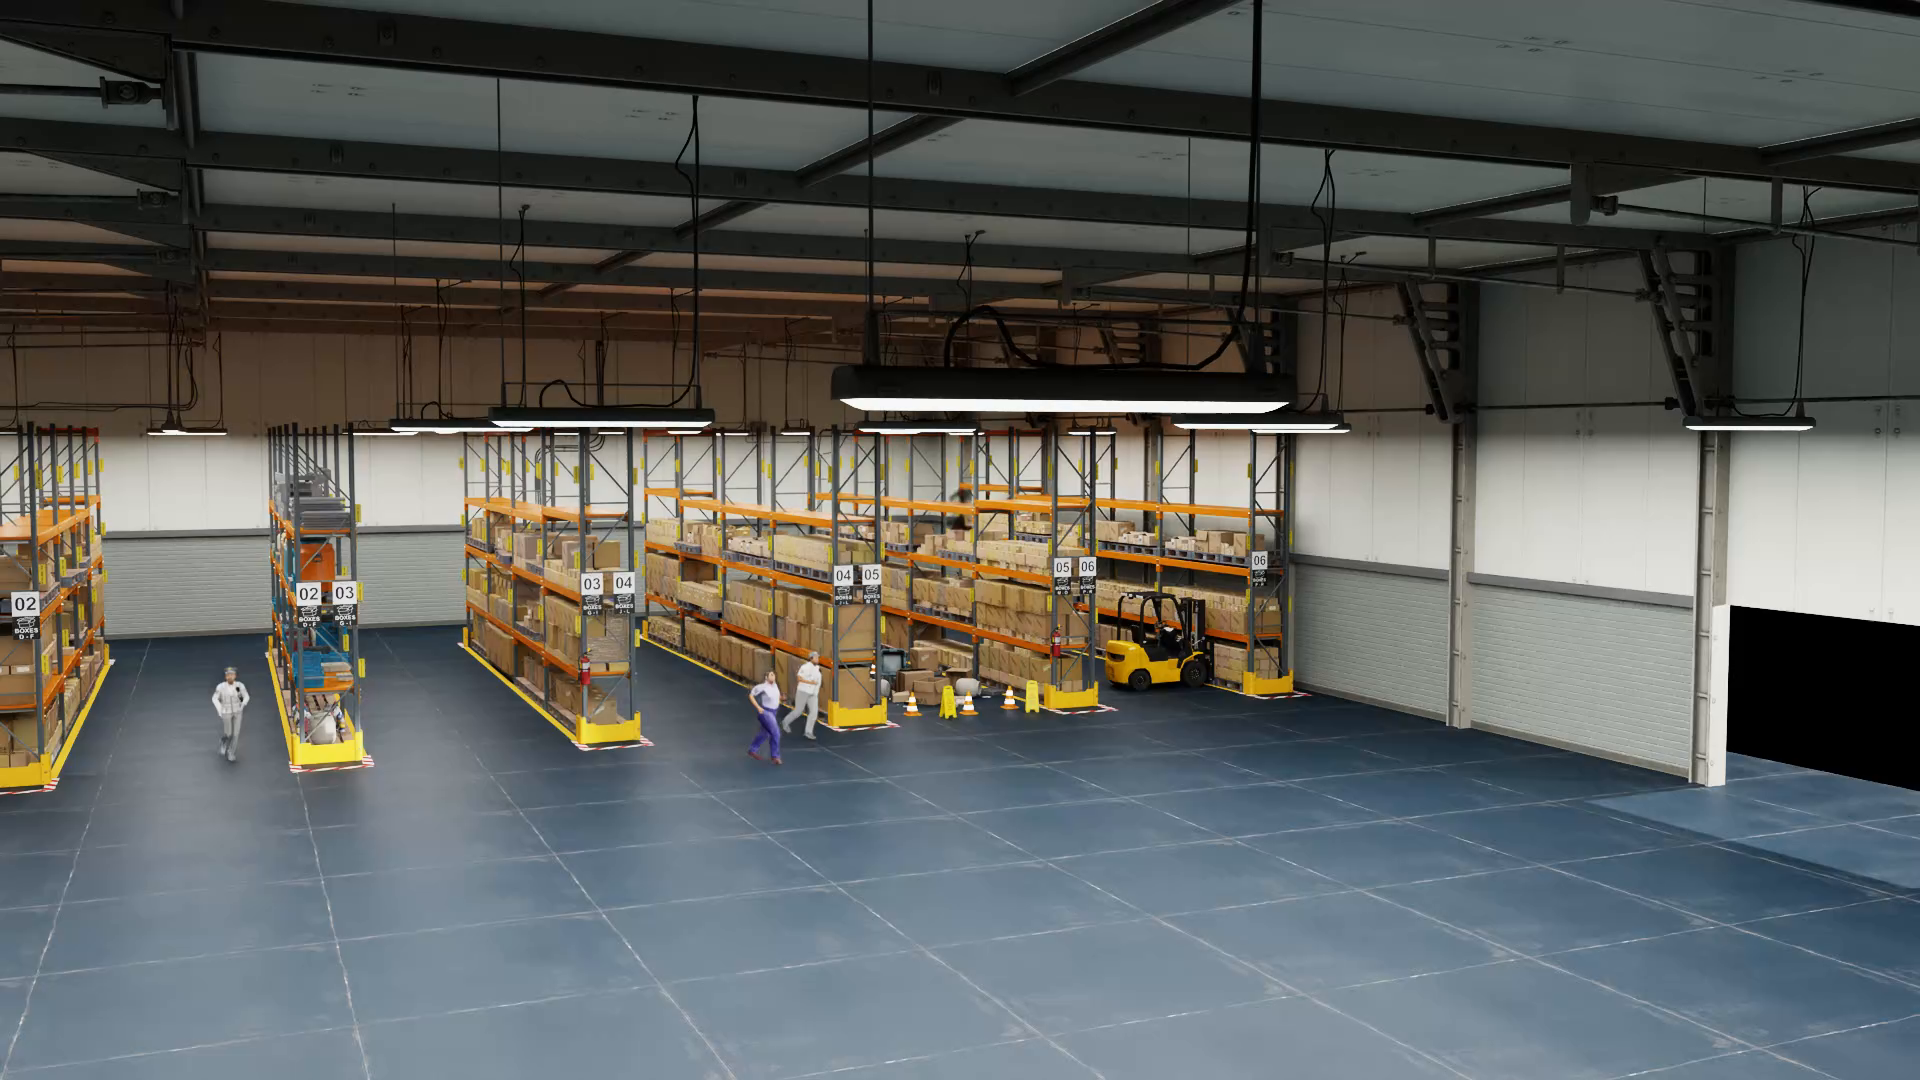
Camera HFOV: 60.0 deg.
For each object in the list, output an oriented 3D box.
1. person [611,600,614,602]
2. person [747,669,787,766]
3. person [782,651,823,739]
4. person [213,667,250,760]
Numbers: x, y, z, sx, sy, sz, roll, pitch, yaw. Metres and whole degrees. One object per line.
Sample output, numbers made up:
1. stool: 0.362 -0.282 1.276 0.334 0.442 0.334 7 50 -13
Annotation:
1. person: -9.264 2.185 44.972 0.566 1.597 0.588 -1 4 -20
2. person: -3.399 3.124 29.309 0.760 1.712 0.577 1 4 18
3. person: -2.933 2.963 32.019 0.893 1.640 0.652 3 5 43
4. person: -12.967 3.087 29.629 0.605 1.669 0.569 -2 4 -29
